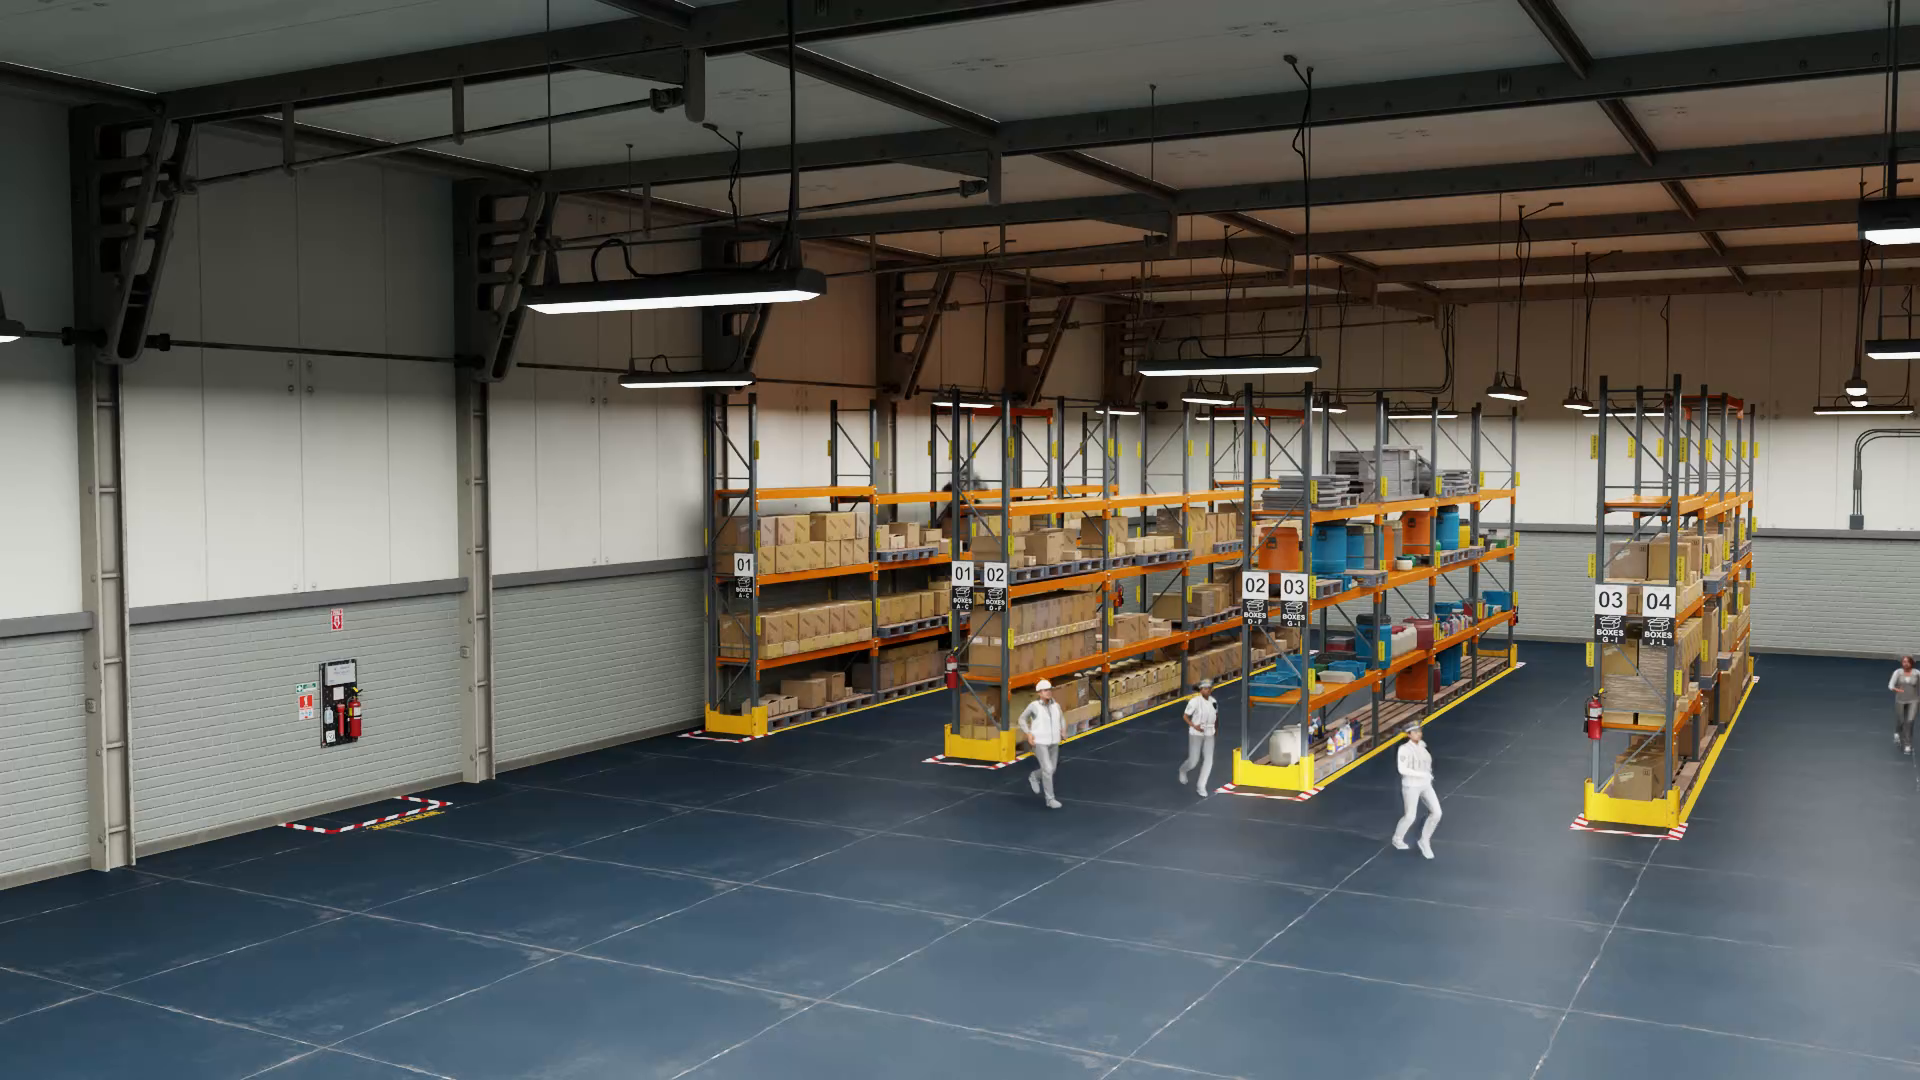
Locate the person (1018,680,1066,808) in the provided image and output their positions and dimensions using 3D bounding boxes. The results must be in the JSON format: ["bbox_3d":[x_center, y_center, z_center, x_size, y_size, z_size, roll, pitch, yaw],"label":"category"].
[{"bbox_3d":[1.181,2.846,23.459,0.684,1.750,0.908,-2,4,-31],"label":"person"}]

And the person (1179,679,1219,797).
[{"bbox_3d":[3.540,2.855,24.345,0.607,1.683,0.794,-1,3,-14],"label":"person"}]

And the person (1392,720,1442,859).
[{"bbox_3d":[5.651,3.067,20.551,0.618,1.711,0.703,-1,3,-25],"label":"person"}]

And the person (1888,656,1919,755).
[{"bbox_3d":[15.740,2.712,27.640,0.550,1.603,0.882,2,4,30],"label":"person"}]
